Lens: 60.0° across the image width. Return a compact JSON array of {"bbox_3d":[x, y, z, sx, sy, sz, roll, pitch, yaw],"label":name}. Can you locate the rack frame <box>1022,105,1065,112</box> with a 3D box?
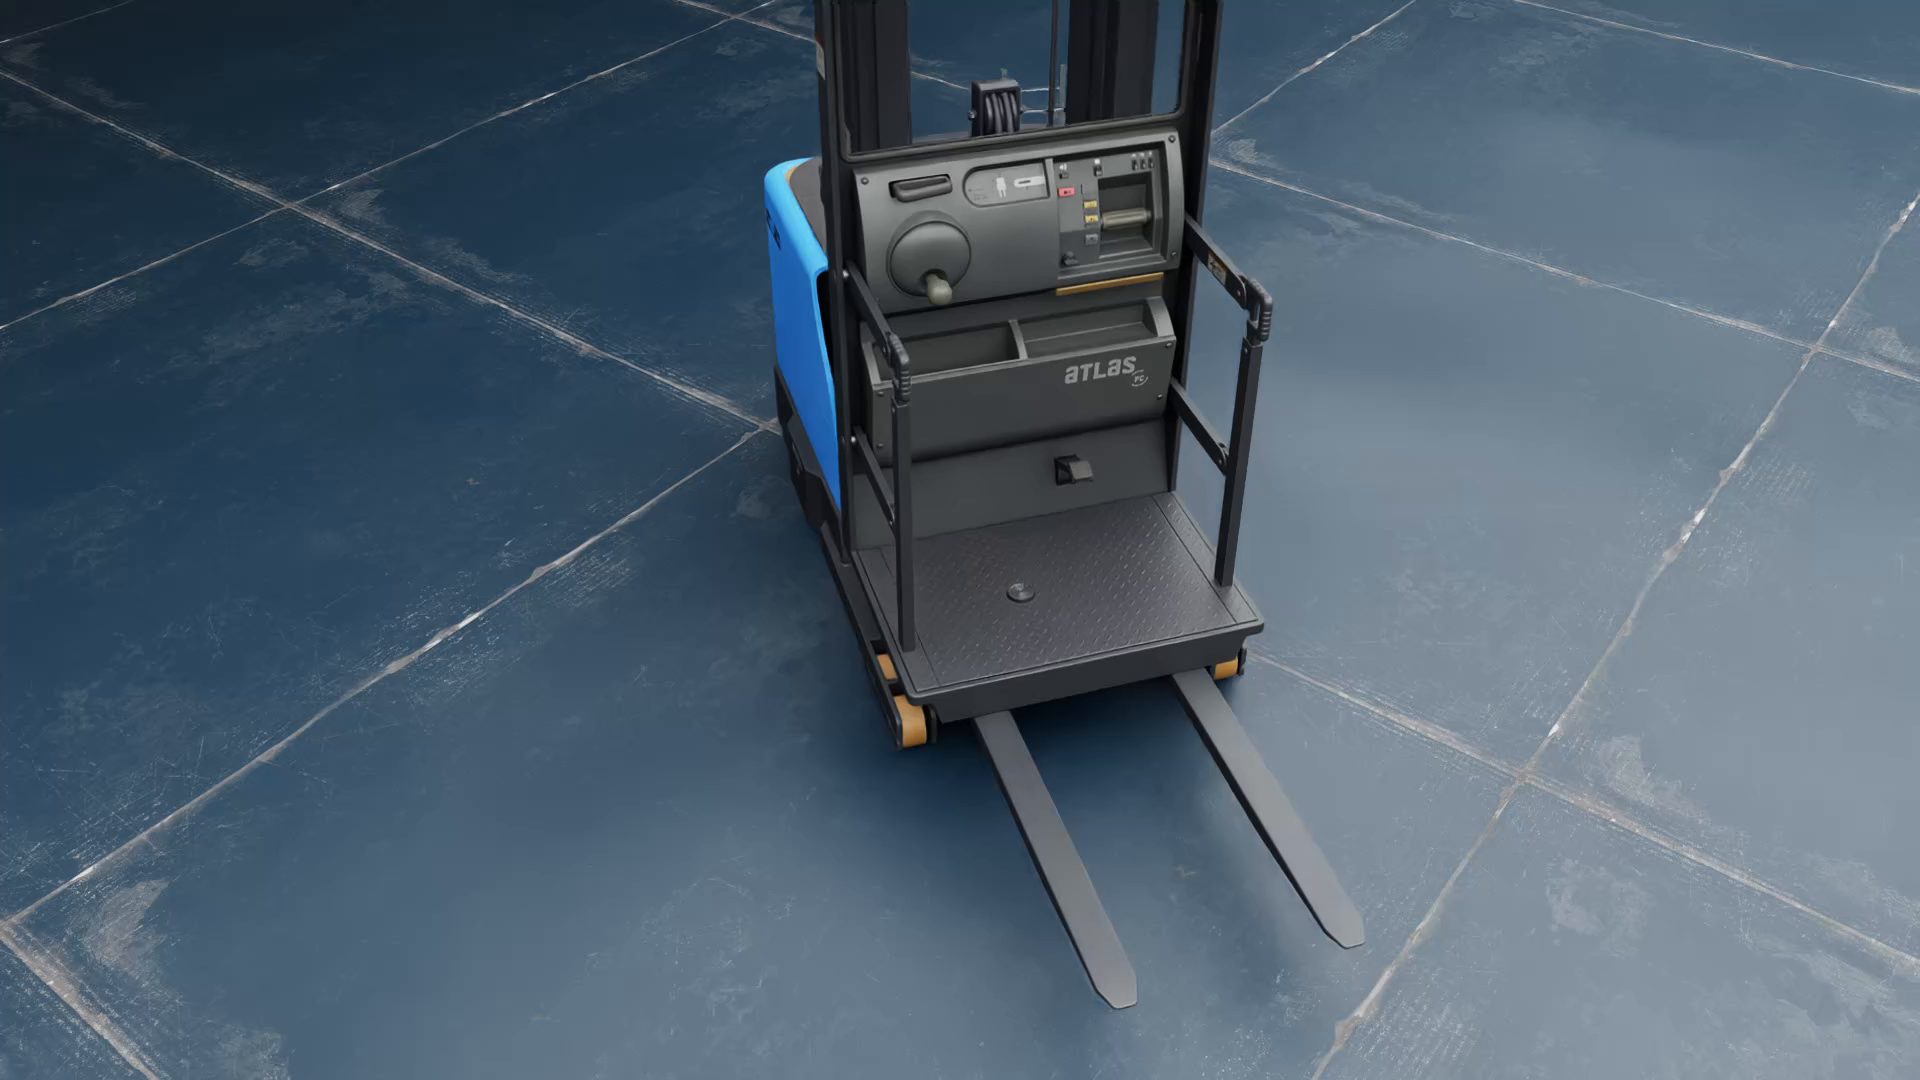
[{"bbox_3d":[0.292,-1.120,6.206,0.240,1.200,0.006,-6,38,-8],"label":"rack frame"}]

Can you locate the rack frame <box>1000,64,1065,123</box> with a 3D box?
[{"bbox_3d":[0.261,-1.231,6.349,0.240,1.200,0.006,-6,38,-8],"label":"rack frame"}]

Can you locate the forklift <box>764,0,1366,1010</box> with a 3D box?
[{"bbox_3d":[0.240,-0.812,4.410,1.130,2.935,3.031,-11,39,-13],"label":"forklift"}]

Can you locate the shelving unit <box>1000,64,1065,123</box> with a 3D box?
[{"bbox_3d":[0.277,-1.176,6.278,0.258,1.200,0.189,-6,38,-8],"label":"shelving unit"}]
